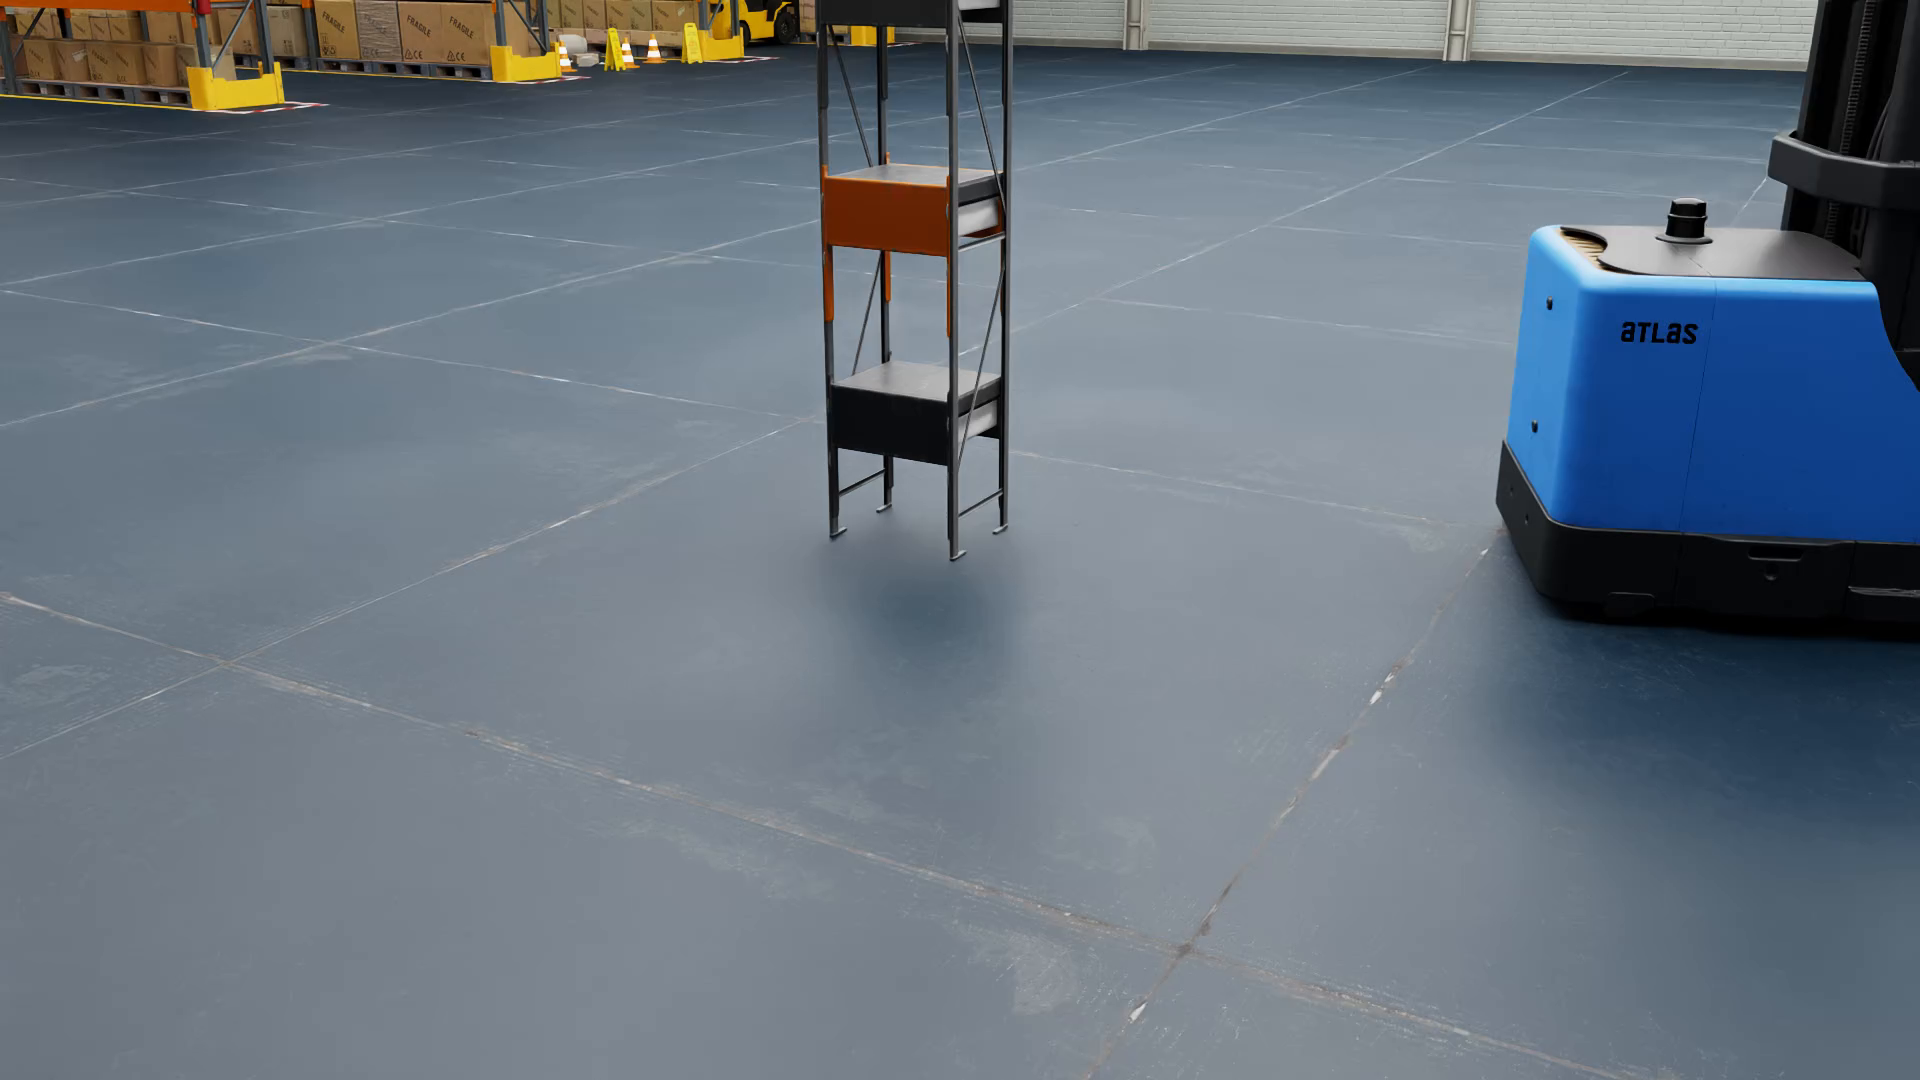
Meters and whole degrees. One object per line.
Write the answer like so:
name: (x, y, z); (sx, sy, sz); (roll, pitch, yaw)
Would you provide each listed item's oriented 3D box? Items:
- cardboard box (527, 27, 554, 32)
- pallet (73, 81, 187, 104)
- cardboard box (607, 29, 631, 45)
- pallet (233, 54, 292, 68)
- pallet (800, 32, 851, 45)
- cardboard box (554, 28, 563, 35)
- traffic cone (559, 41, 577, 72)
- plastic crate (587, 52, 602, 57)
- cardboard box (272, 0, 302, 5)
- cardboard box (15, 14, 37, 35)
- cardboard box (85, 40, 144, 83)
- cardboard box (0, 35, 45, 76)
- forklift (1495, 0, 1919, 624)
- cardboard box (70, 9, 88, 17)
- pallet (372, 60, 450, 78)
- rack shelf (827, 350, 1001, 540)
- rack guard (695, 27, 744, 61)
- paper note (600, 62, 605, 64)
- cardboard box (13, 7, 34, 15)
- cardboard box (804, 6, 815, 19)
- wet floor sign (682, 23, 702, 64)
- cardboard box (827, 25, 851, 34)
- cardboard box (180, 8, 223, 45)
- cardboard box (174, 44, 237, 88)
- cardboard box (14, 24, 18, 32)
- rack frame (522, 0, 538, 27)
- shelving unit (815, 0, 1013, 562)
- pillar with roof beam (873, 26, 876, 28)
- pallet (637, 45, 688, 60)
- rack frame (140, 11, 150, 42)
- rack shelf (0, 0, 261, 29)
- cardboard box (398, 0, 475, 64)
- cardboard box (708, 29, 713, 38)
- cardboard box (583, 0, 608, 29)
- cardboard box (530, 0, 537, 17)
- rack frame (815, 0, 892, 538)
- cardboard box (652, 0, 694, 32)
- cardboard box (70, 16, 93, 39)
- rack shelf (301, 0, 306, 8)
cardboard box: (-7.389, -8.721, 29.171); (0.500, 0.500, 0.500); (-7, 21, -20)
pallet: (-10.821, -5.914, 21.858); (1.213, 0.211, 1.003); (11, 23, 27)
cardboard box: (-5.914, -8.946, 29.546); (0.500, 0.250, 0.500); (10, 22, 25)
pallet: (-11.767, -7.986, 27.570); (1.213, 0.211, 1.003); (11, 23, 27)
pallet: (-2.440, -10.096, 33.387); (1.213, 0.211, 1.003); (11, 23, 27)
cardboard box: (-7.278, -9.205, 30.258); (0.500, 0.250, 0.500); (10, 22, 25)
traffic cone: (-6.266, -7.641, 26.252); (0.334, 0.463, 0.336); (11, 23, 27)
plastic crate: (-6.690, -8.601, 29.458); (0.583, 0.080, 0.402); (3, 20, 9)
cardboard box: (-13.273, -10.780, 33.685); (0.875, 0.875, 0.875); (12, 23, 29)
cardboard box: (-16.455, -9.139, 29.710); (0.500, 0.500, 0.500); (12, 23, 29)
cardboard box: (-11.080, -6.299, 21.882); (0.500, 0.500, 0.500); (9, 22, 23)
cardboard box: (-13.020, -6.669, 22.871); (0.500, 0.500, 0.700); (9, 22, 23)
forklift: (3.376, -1.225, 4.943); (3.031, 2.935, 1.130); (3, 20, 8)
cardboard box: (-15.086, -9.234, 28.872); (0.500, 0.250, 0.500); (11, 23, 29)
pallet: (-8.292, -7.325, 25.749); (1.213, 0.211, 1.003); (11, 23, 27)
rack shelf: (-0.145, -0.344, 5.826); (0.480, 0.518, 0.431); (11, 23, 27)
rack guard: (-4.235, -8.651, 28.981); (0.348, 0.500, 1.175); (11, 23, 27)
paper note: (-5.965, -7.982, 27.825); (0.142, 0.019, 0.148); (3, 20, 9)
cardboard box: (-16.455, -9.492, 29.583); (0.500, 0.250, 0.500); (10, 22, 25)
cardboard box: (-2.762, -10.506, 33.112); (0.500, 0.250, 0.500); (11, 22, 27)
wet floor sign: (-4.525, -8.356, 27.956); (0.267, 0.644, 0.232); (-16, 26, -38)
cardboard box: (-2.316, -10.181, 32.948); (0.500, 0.250, 0.500); (11, 23, 28)
cardboard box: (-12.226, -8.521, 27.639); (0.750, 0.750, 1.050); (11, 23, 28)
cardboard box: (-9.539, -5.994, 21.041); (0.500, 0.500, 0.500); (16, 25, 37)
cardboard box: (-17.396, -9.486, 30.747); (0.250, 0.149, 0.380); (11, 23, 28)
rack frame: (-7.661, -10.479, 30.353); (0.127, 3.000, 1.000); (11, 23, 27)
shelving unit: (-0.145, -1.015, 5.583); (0.503, 2.100, 0.431); (11, 23, 27)
pillar with roof beam: (-4.019, -13.214, 29.098); (0.400, 9.000, 9.100); (11, 23, 27)
pallet: (-4.927, -8.661, 29.431); (1.213, 0.211, 1.003); (11, 23, 27)
rack frame: (-13.479, -9.653, 28.078); (0.127, 3.000, 1.000); (11, 23, 27)
rack shelf: (-10.748, -6.858, 21.426); (4.000, 0.370, 1.077); (11, 23, 27)
cardboard box: (-7.888, -7.760, 25.360); (0.875, 0.875, 0.875); (10, 22, 26)
cardboard box: (-4.738, -8.935, 29.514); (0.500, 0.250, 0.500); (11, 22, 27)
cardboard box: (-6.353, -9.385, 29.656); (0.500, 0.500, 0.500); (12, 23, 30)
cardboard box: (-9.210, -11.651, 36.635); (0.500, 0.500, 0.500); (12, 23, 29)
rack frame: (-0.358, -1.055, 5.695); (0.015, 2.100, 0.400); (11, 23, 27)
cardboard box: (-4.996, -9.126, 28.942); (0.500, 0.500, 0.500); (11, 23, 28)
cardboard box: (-15.102, -8.878, 28.990); (0.500, 0.500, 0.500); (10, 22, 25)
rack shelf: (-11.733, -8.983, 27.284); (4.000, 0.370, 1.077); (11, 23, 27)
